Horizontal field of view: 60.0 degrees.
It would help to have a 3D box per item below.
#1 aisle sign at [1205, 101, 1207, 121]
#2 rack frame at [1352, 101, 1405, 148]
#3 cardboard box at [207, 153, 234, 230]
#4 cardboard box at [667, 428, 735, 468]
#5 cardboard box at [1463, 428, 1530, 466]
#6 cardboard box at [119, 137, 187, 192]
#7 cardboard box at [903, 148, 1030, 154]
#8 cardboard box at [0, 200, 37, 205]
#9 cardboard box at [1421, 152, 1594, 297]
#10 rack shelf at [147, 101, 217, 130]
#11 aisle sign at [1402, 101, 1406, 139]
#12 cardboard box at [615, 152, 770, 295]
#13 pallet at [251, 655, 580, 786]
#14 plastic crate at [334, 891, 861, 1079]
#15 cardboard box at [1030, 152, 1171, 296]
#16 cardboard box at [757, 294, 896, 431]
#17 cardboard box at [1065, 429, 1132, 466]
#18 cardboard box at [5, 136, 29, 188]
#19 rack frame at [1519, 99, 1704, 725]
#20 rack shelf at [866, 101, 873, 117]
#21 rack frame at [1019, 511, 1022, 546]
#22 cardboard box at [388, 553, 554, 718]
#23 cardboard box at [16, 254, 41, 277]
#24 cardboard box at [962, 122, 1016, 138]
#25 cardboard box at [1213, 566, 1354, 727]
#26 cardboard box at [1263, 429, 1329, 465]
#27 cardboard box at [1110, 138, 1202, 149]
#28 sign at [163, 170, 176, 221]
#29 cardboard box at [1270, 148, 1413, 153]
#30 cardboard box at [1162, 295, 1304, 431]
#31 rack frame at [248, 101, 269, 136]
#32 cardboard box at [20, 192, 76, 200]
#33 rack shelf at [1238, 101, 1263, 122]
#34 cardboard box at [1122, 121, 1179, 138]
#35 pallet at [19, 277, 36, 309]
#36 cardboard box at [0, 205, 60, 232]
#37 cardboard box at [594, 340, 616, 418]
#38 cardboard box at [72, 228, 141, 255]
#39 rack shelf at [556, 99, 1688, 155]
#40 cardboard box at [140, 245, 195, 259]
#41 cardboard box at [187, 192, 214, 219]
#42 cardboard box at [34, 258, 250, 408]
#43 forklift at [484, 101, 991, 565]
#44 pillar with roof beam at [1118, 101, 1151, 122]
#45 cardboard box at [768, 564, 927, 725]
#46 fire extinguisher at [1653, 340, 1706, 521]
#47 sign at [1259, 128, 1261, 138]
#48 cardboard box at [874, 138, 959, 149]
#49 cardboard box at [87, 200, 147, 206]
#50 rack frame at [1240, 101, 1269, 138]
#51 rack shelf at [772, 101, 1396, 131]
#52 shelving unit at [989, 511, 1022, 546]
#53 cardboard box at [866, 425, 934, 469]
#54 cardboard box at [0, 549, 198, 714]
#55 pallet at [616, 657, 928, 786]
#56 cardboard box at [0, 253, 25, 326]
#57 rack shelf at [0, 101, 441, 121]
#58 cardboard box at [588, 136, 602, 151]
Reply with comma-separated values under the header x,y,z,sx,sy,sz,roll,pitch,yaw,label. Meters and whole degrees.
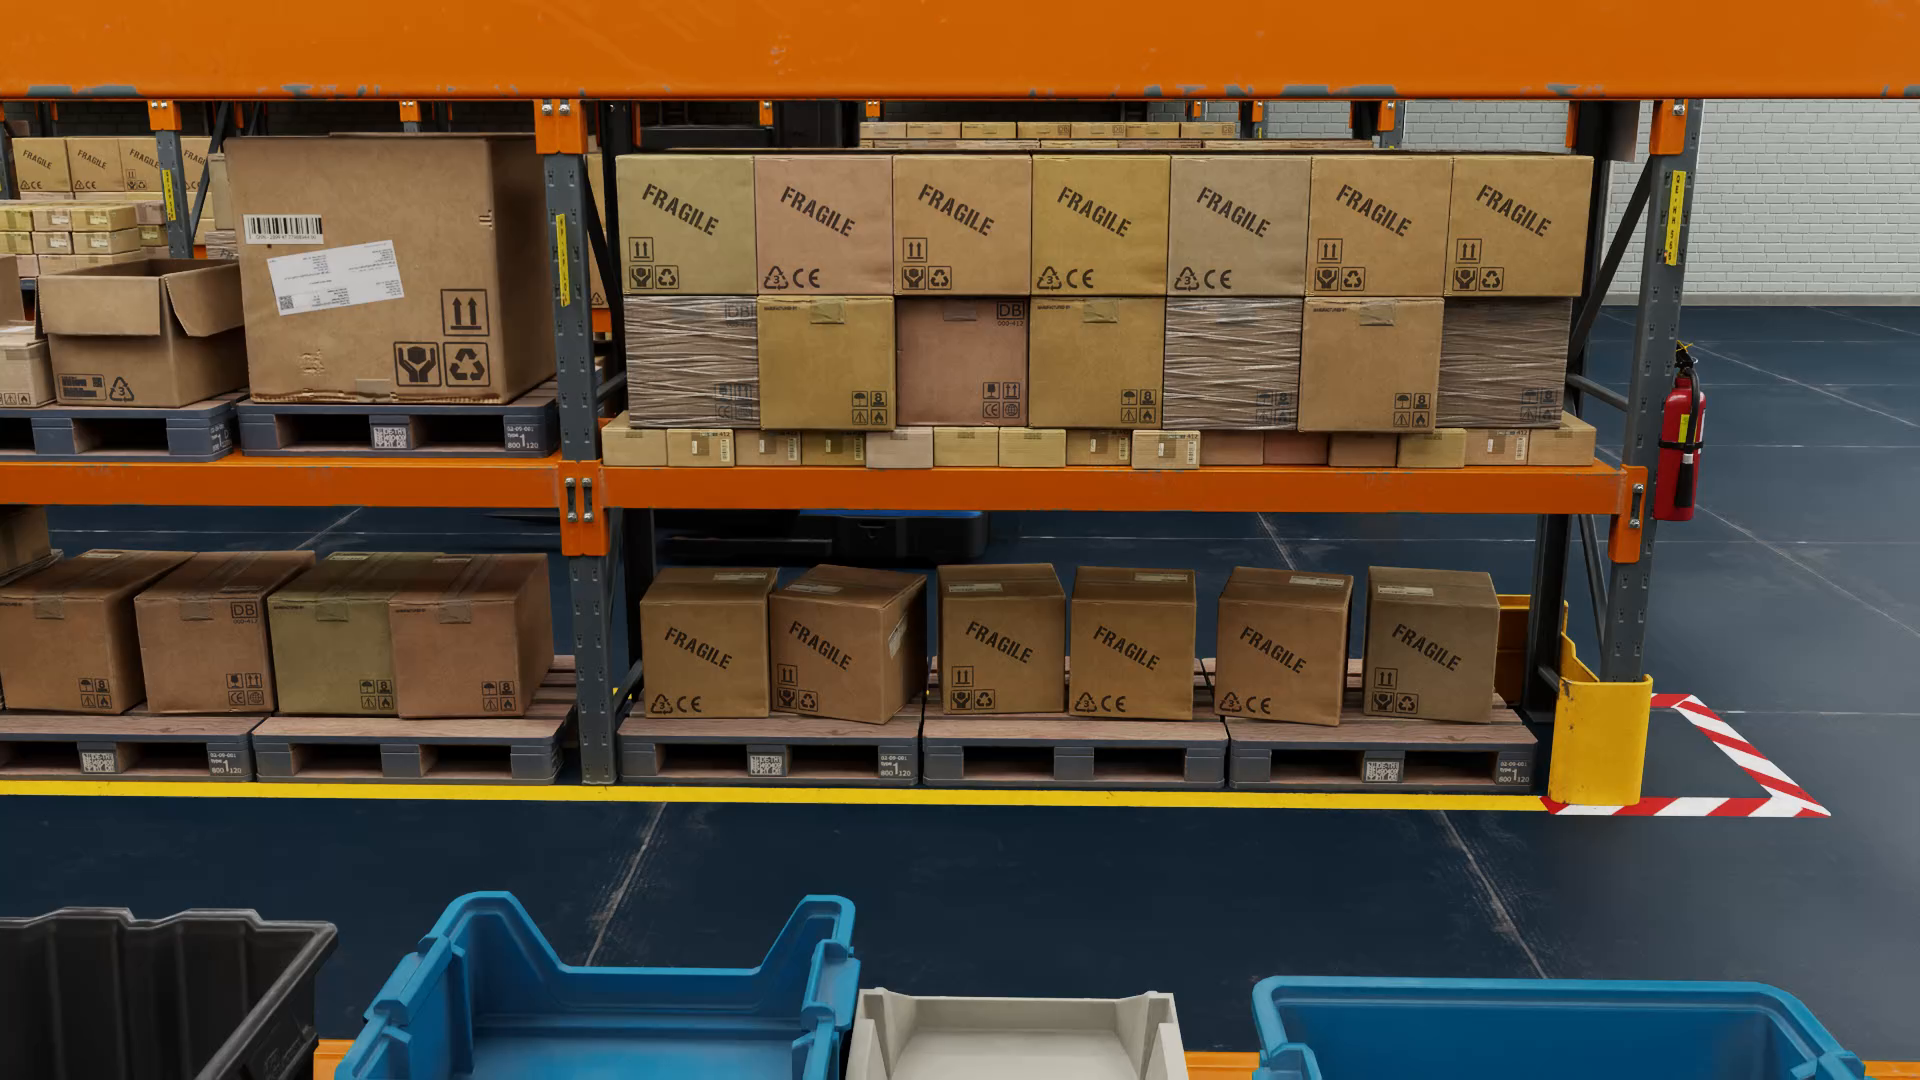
x,y,z,sx,sy,sz,roll,pitch,yaw,label
3.003,-5.545,20.381,0.004,0.787,0.394,0,15,1,aisle sign
2.797,-1.835,11.413,0.127,3.000,1.000,0,15,1,rack frame
-4.752,-2.413,11.450,0.500,0.500,0.700,0,15,1,cardboard box
-0.973,-0.392,6.438,0.250,0.149,0.380,0,15,1,cardboard box
2.029,-0.400,6.468,0.250,0.149,0.380,0,15,1,cardboard box
-7.731,-3.631,16.067,0.500,0.500,0.500,0,15,0,cardboard box
0.027,-1.333,6.773,0.500,0.500,0.500,0,15,1,cardboard box
-6.707,-2.315,11.739,0.250,0.149,0.380,1,15,4,cardboard box
2.013,-1.186,6.218,0.500,0.500,0.500,0,15,1,cardboard box
-7.200,-3.002,11.369,4.000,0.370,1.077,0,15,1,rack shelf
2.860,-3.015,10.790,0.004,0.787,0.394,0,15,1,aisle sign
-0.986,-1.204,6.285,0.500,0.500,0.500,0,15,1,cardboard box
-2.208,0.747,7.094,1.213,0.211,1.003,0,15,1,pallet
-0.443,0.677,2.187,0.616,0.251,0.499,0,15,1,plastic crate
0.513,-1.198,6.260,0.500,0.500,0.500,0,15,1,cardboard box
-0.483,-0.758,6.552,0.500,0.500,0.875,0,15,1,cardboard box
0.528,-0.400,6.470,0.250,0.149,0.380,0,15,1,cardboard box
-9.644,-3.772,16.602,0.500,0.500,0.500,0,15,2,cardboard box
2.569,-0.570,6.622,0.127,3.000,1.000,0,15,1,rack frame
-3.053,-5.505,20.856,4.000,0.370,1.077,0,15,1,rack shelf
0.372,-0.571,10.152,0.006,1.200,0.240,1,15,4,rack frame
-2.043,0.390,7.019,0.500,0.500,0.700,-1,15,-3,cardboard box
-6.211,-1.858,11.171,0.250,0.149,0.380,1,15,2,cardboard box
0.269,-3.722,15.828,0.500,0.500,0.700,0,15,0,cardboard box
1.347,0.432,6.900,0.500,0.500,0.500,4,15,16,cardboard box
1.279,-0.406,6.492,0.250,0.149,0.380,0,15,1,cardboard box
1.318,-2.460,11.373,0.550,0.550,0.875,0,15,1,cardboard box
-5.205,-2.270,10.949,0.005,0.325,0.100,0,15,1,sign
1.526,-1.324,6.739,0.500,0.500,0.500,0,15,1,cardboard box
1.018,-0.760,6.561,0.500,0.500,0.875,0,15,1,cardboard box
-9.051,-4.442,21.295,0.127,3.000,1.000,0,15,1,rack frame
-8.741,-3.270,16.169,0.500,0.250,0.500,0,15,0,cardboard box
0.823,-4.213,15.959,4.000,0.370,1.077,0,15,1,rack shelf
1.800,-3.726,15.844,0.500,0.500,0.700,1,15,2,cardboard box
-5.916,-1.771,11.550,1.003,0.211,1.213,0,15,1,pallet
-6.215,-2.146,11.097,0.250,0.149,0.380,1,15,3,cardboard box
-2.789,-0.964,11.701,0.750,0.750,1.050,0,15,1,cardboard box
-5.706,-1.999,11.124,0.250,0.149,0.380,1,15,3,cardboard box
0.570,-1.686,6.380,4.000,0.370,1.077,0,15,1,rack shelf
-5.643,-2.023,11.796,0.250,0.149,0.380,0,15,1,cardboard box
-7.210,-3.261,16.134,0.500,0.250,0.500,0,15,0,cardboard box
-3.165,-0.837,6.607,0.637,0.503,0.797,2,15,7,cardboard box
-1.341,-1.405,9.918,3.031,2.935,1.130,1,15,4,forklift
2.162,-6.401,16.960,0.400,9.000,9.100,0,15,1,pillar with roof beam
-0.458,0.424,6.930,0.500,0.500,0.500,5,16,19,cardboard box
2.672,-0.415,6.183,0.183,0.674,0.296,0,15,1,fire extinguisher
2.788,-3.669,15.477,0.005,0.325,0.100,0,15,1,sign
-0.281,-2.470,11.412,0.550,0.550,0.875,0,15,1,cardboard box
-5.927,-2.309,11.716,0.250,0.149,0.380,0,15,0,cardboard box
2.822,-3.098,16.201,0.127,3.000,1.000,0,15,1,rack frame
0.797,-2.950,11.172,4.000,0.370,1.077,0,15,1,rack shelf
0.281,-0.573,10.159,0.189,1.200,0.258,1,15,4,shelving unit
-0.223,-0.386,6.415,0.250,0.149,0.380,0,15,1,cardboard box
-3.636,0.375,7.076,0.500,0.500,0.700,2,15,6,cardboard box
-0.758,0.747,7.094,1.213,0.211,1.003,0,15,1,pallet
-4.327,-0.902,6.861,0.500,0.500,0.700,3,15,10,cardboard box
-7.175,-4.265,16.157,4.000,0.370,1.077,0,15,1,rack shelf
-3.533,-3.920,16.443,0.250,0.149,0.380,0,15,-1,cardboard box
